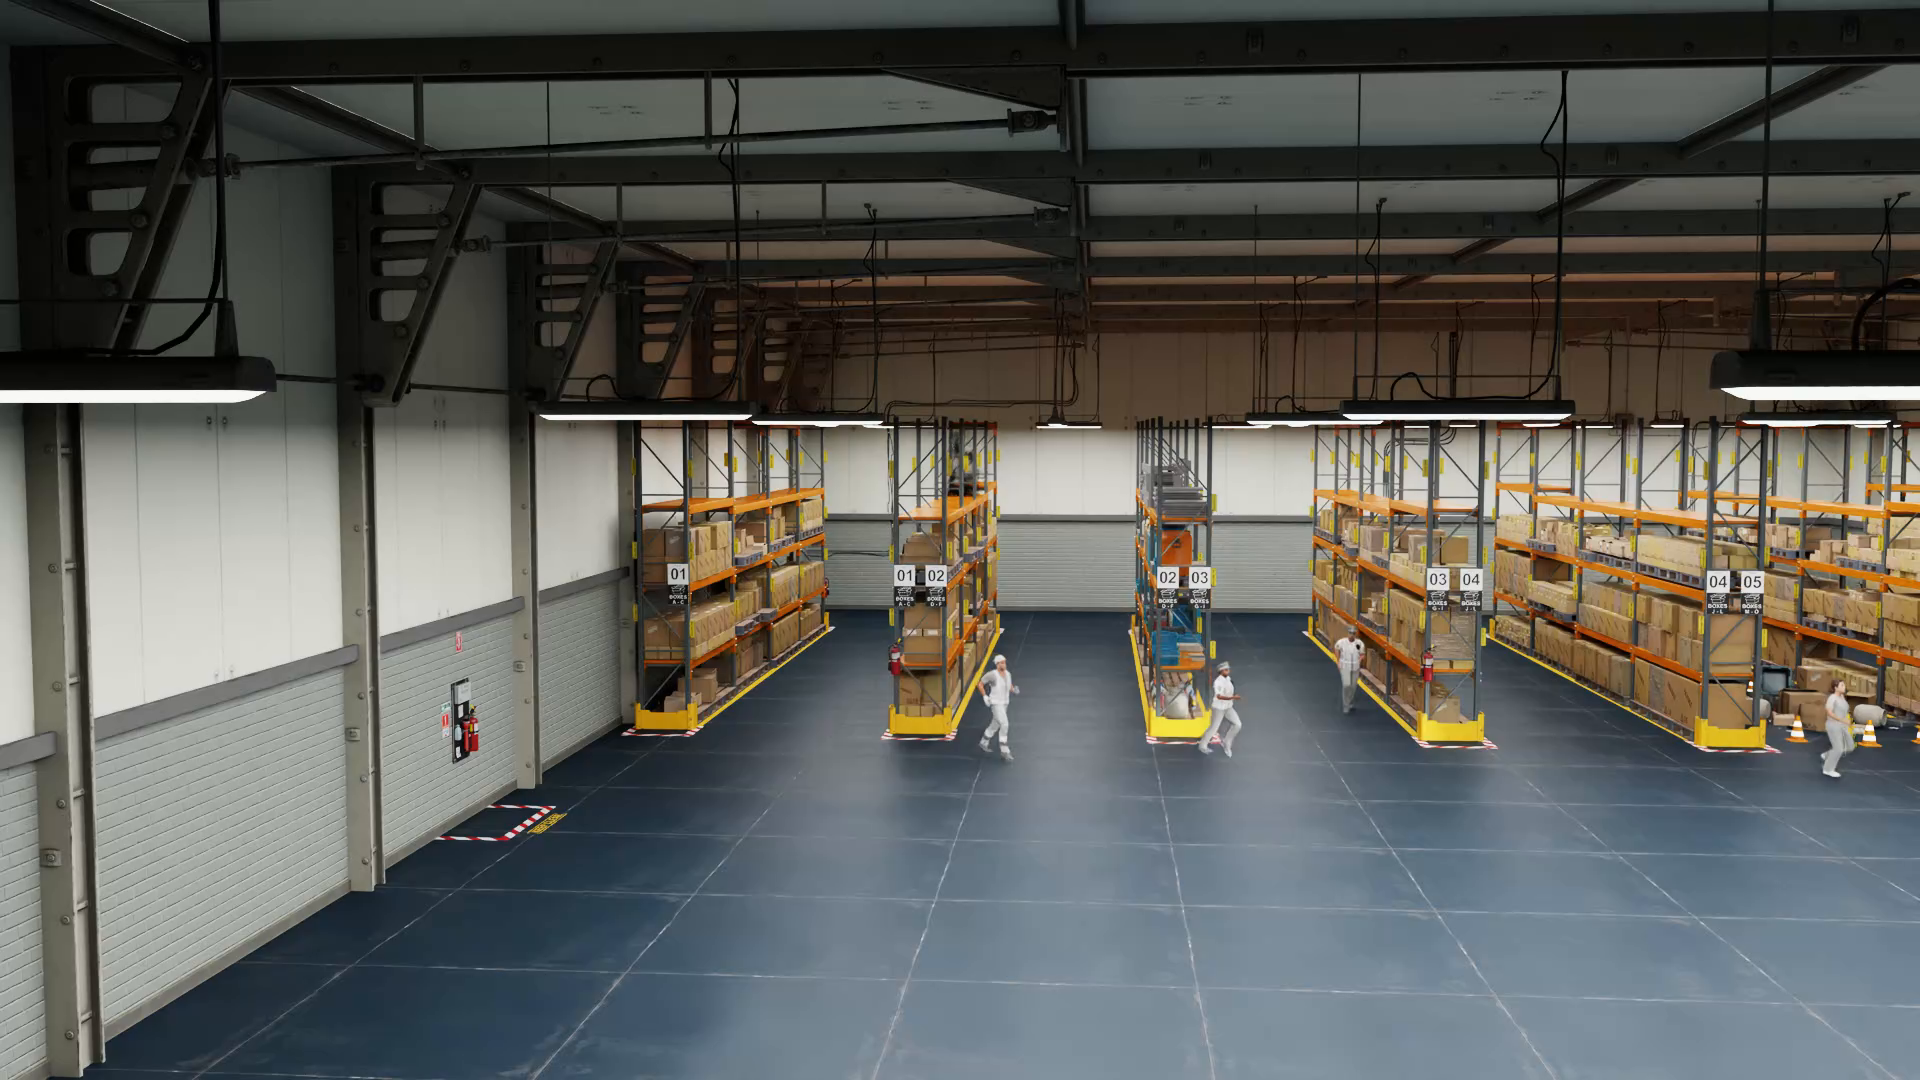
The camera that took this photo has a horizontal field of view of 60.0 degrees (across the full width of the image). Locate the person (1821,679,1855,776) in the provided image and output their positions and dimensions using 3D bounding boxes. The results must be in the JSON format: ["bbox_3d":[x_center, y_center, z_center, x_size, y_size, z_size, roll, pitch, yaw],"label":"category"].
[{"bbox_3d":[14.567,3.106,27.585,0.596,1.630,0.577,-3,5,-36],"label":"person"}]

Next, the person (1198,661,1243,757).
[{"bbox_3d":[4.625,2.967,29.254,0.852,1.704,0.582,3,5,43],"label":"person"}]

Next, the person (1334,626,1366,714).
[{"bbox_3d":[7.980,2.648,33.968,0.573,1.826,0.856,0,4,-2],"label":"person"}]

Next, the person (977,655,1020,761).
[{"bbox_3d":[0.670,2.910,29.155,0.853,1.822,0.642,3,5,37],"label":"person"}]
